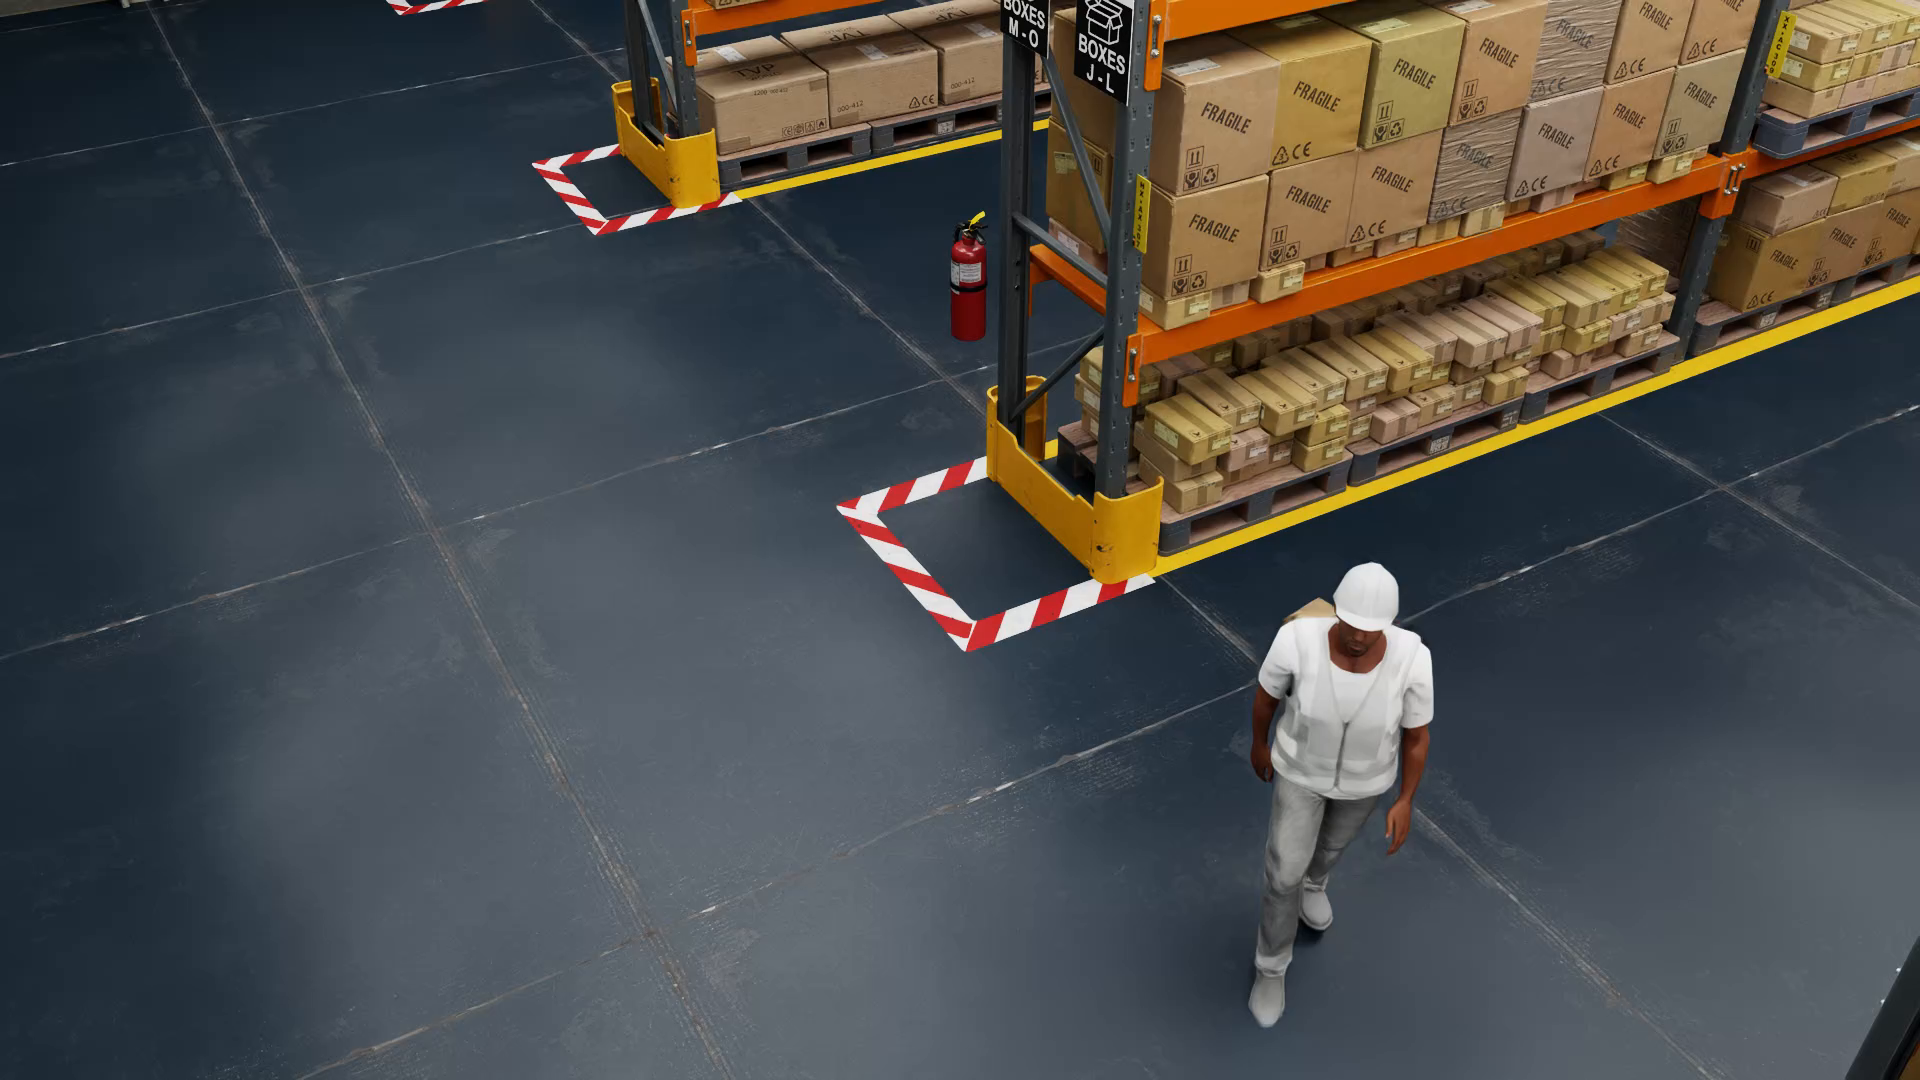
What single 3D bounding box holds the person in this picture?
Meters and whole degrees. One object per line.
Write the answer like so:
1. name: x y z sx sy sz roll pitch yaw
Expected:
1. person: 1.294 0.856 5.769 0.583 1.806 0.742 4 37 6
